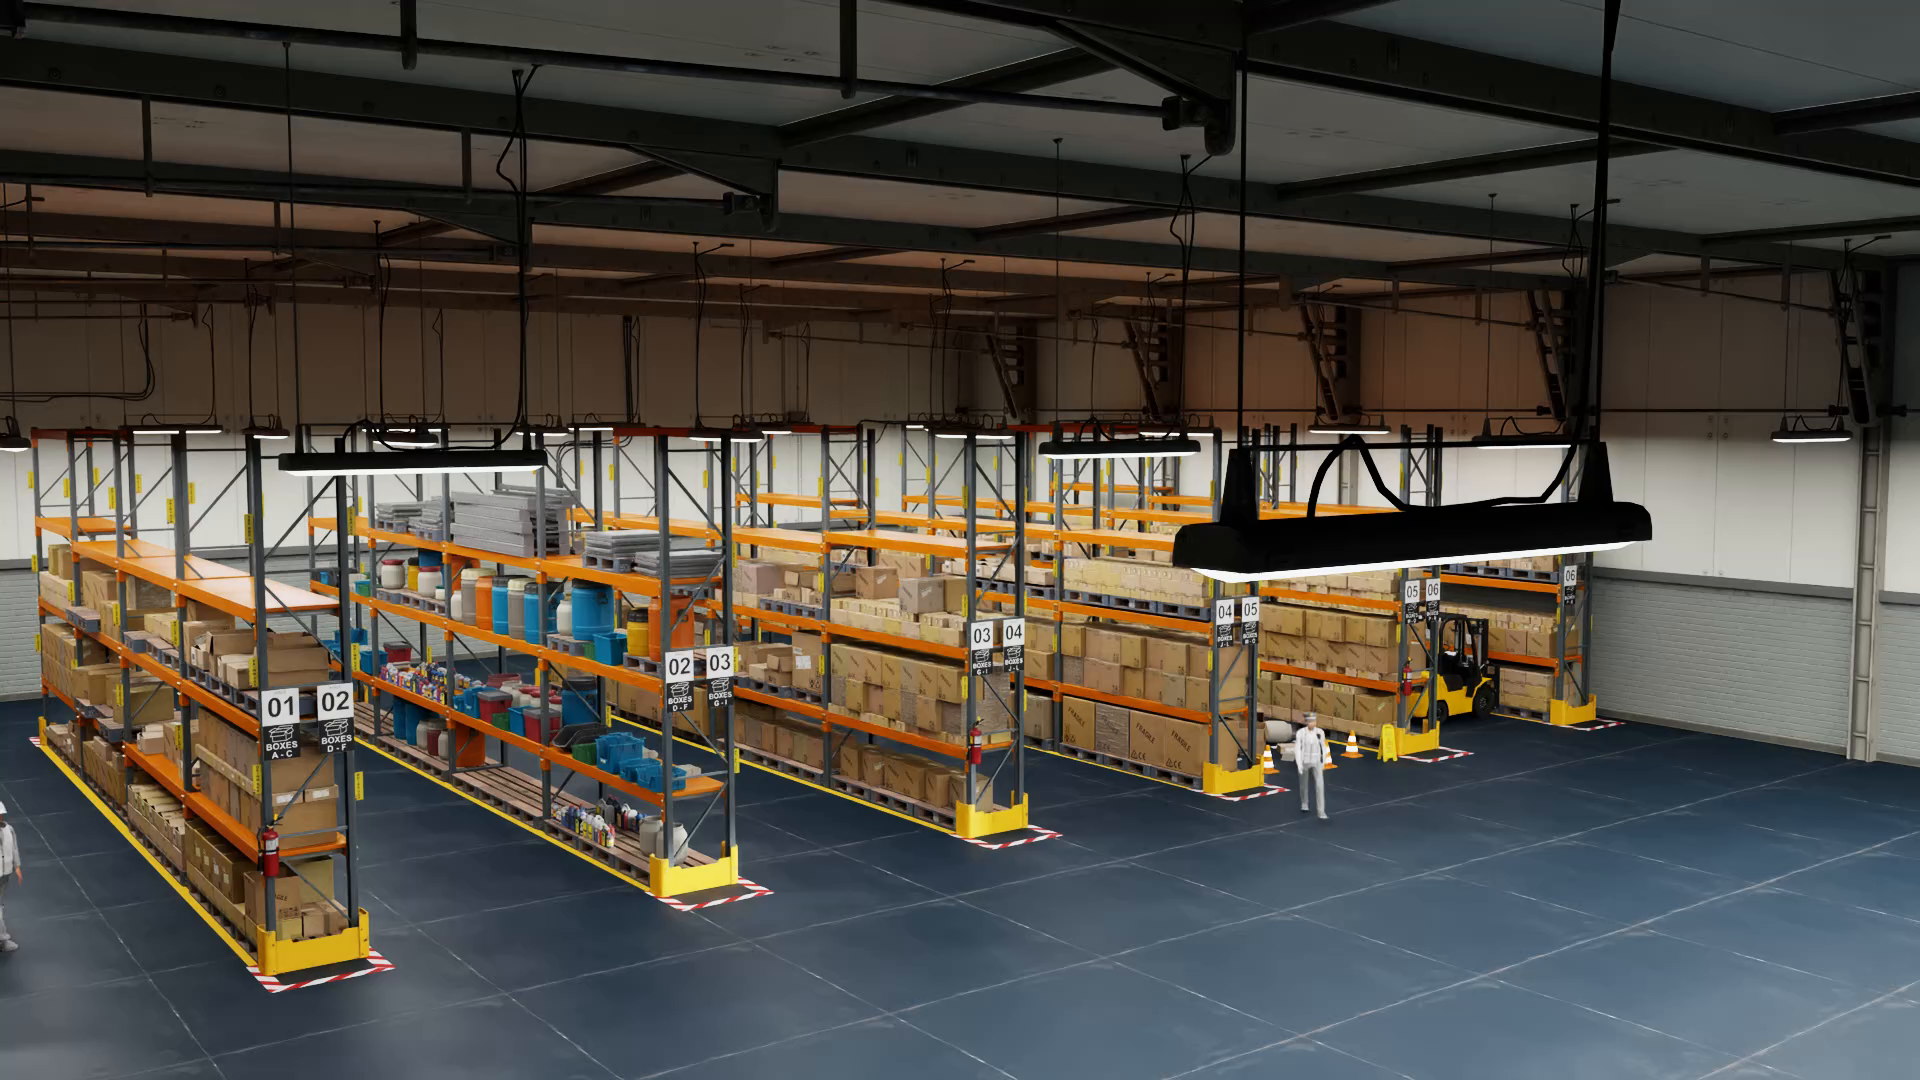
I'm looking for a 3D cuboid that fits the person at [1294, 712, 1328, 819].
[{"bbox_3d":[5.454,3.474,25.820,0.524,1.616,1.005,1,5,12],"label":"person"}]

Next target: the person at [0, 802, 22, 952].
[{"bbox_3d":[-11.319,3.907,19.549,1.020,1.715,0.555,2,5,19],"label":"person"}]

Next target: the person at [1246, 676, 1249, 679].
[{"bbox_3d":[6.540,2.450,39.062,0.667,1.718,0.502,3,6,37],"label":"person"}]
